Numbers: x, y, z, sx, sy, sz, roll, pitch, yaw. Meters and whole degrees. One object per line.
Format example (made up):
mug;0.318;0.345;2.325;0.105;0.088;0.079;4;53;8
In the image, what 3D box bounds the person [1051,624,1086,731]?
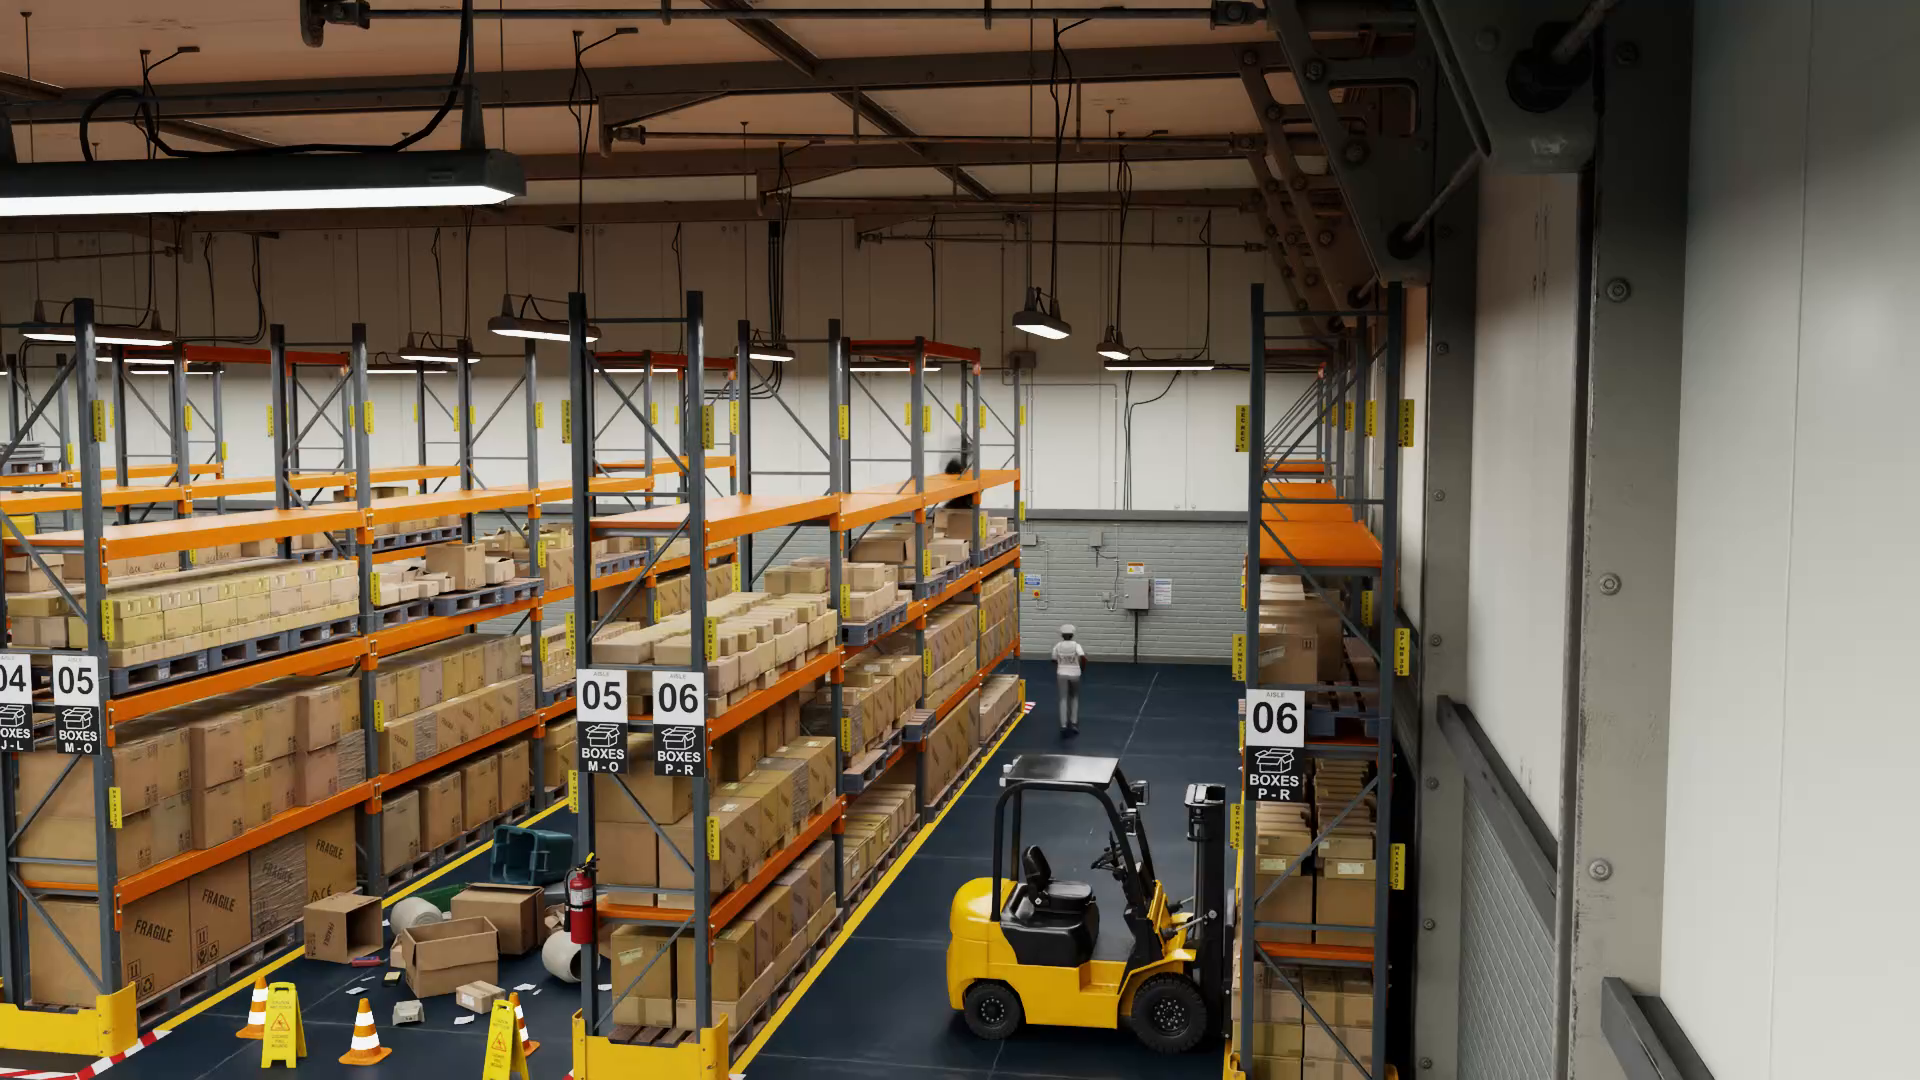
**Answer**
person;1.717;2.208;26.290;0.546;1.758;0.770;0;5;2
